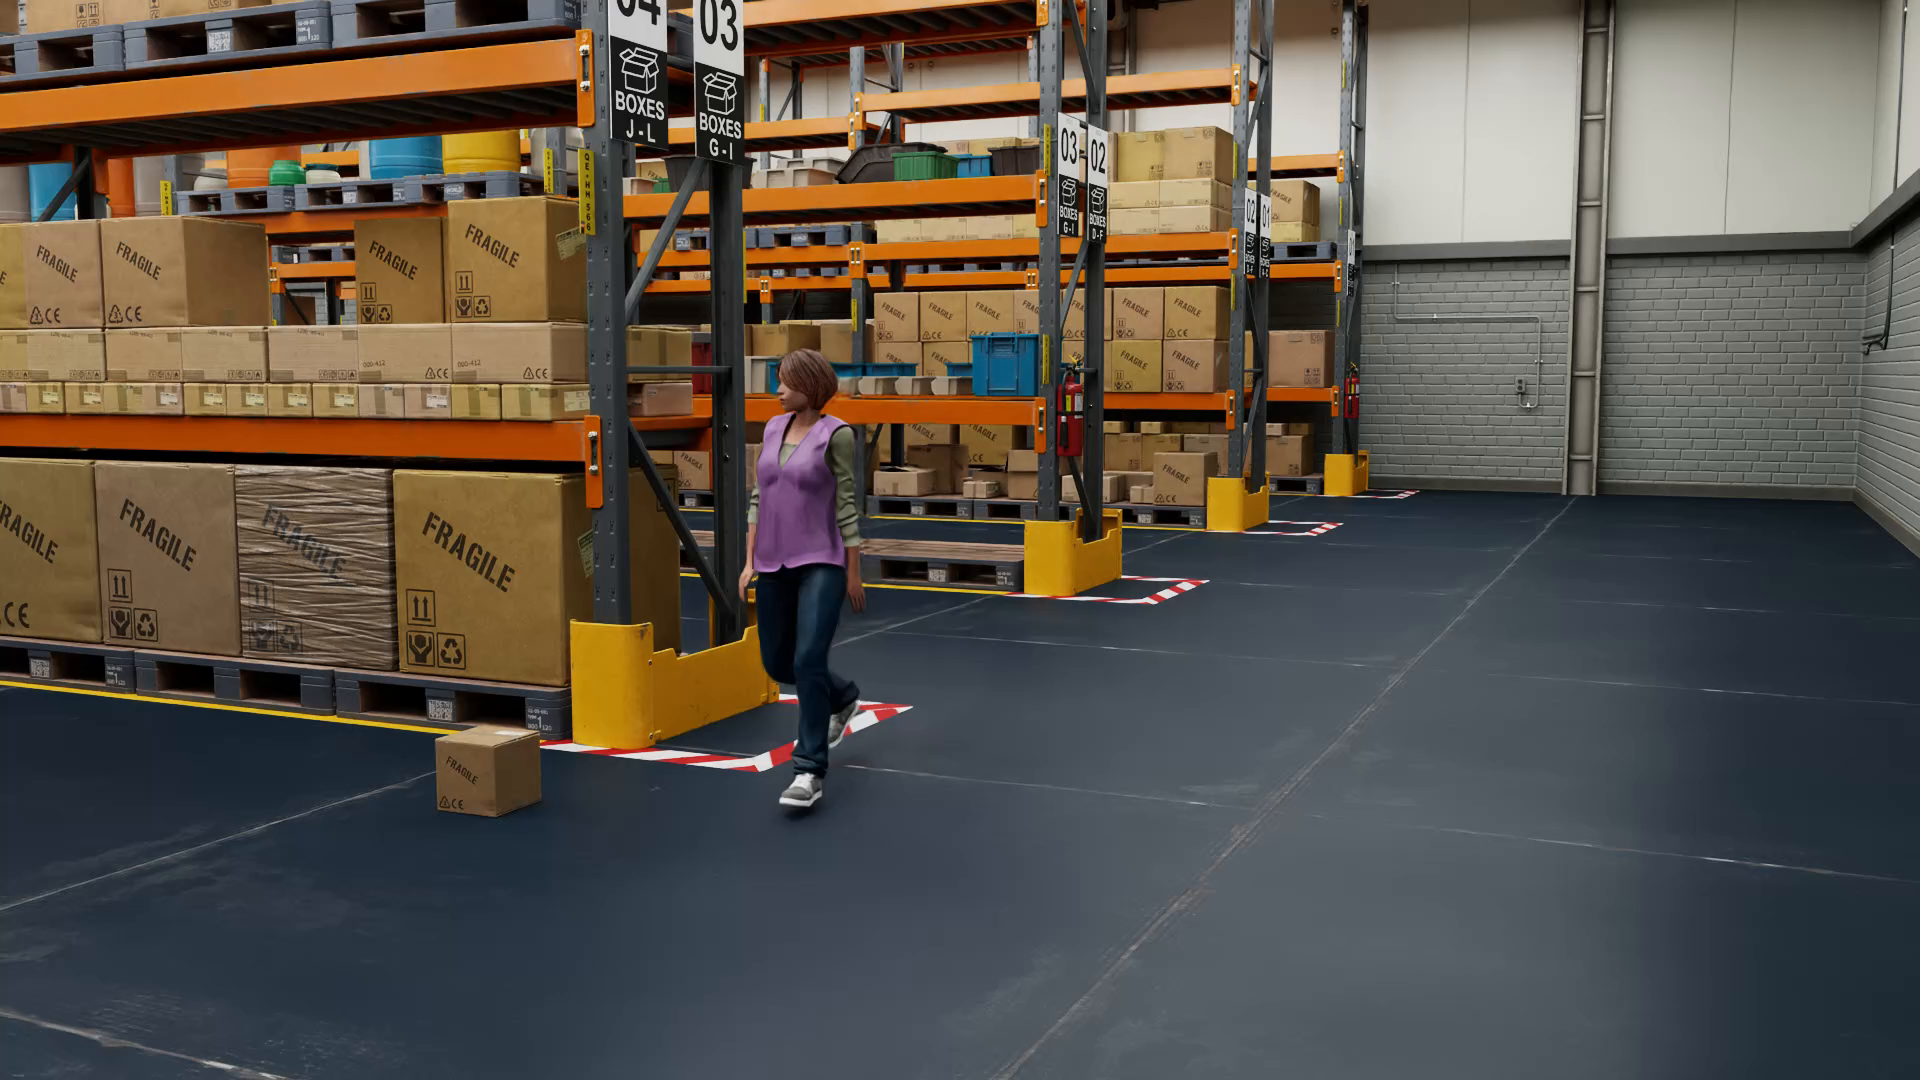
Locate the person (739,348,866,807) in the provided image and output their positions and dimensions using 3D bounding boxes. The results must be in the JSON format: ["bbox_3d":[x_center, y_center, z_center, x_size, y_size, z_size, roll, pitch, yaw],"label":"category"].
[{"bbox_3d":[-0.553,0.096,5.952,0.445,1.556,0.833,3,6,26],"label":"person"}]
